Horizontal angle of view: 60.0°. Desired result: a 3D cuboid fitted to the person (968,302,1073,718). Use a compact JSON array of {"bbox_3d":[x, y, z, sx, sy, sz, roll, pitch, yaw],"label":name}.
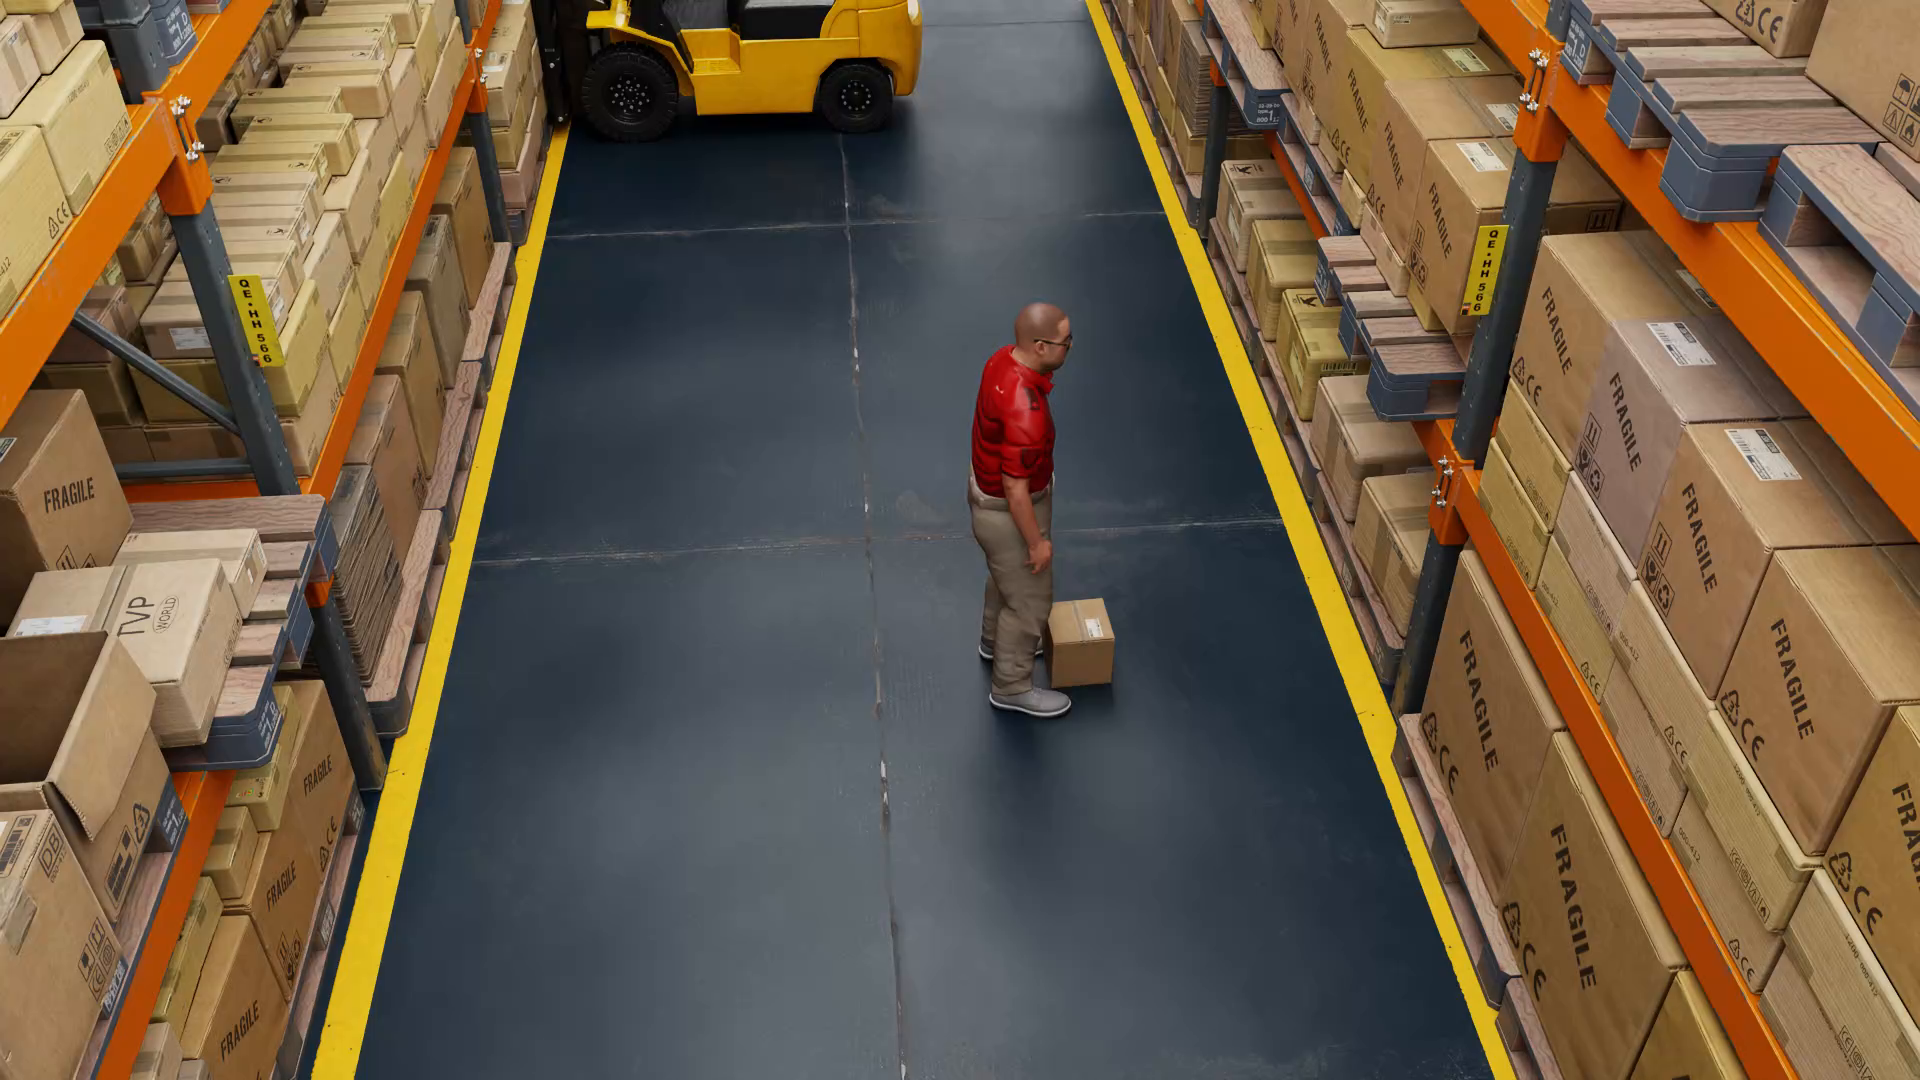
[{"bbox_3d":[0.232,-0.130,6.326,0.392,1.727,0.585,-3,39,-4],"label":"person"}]
